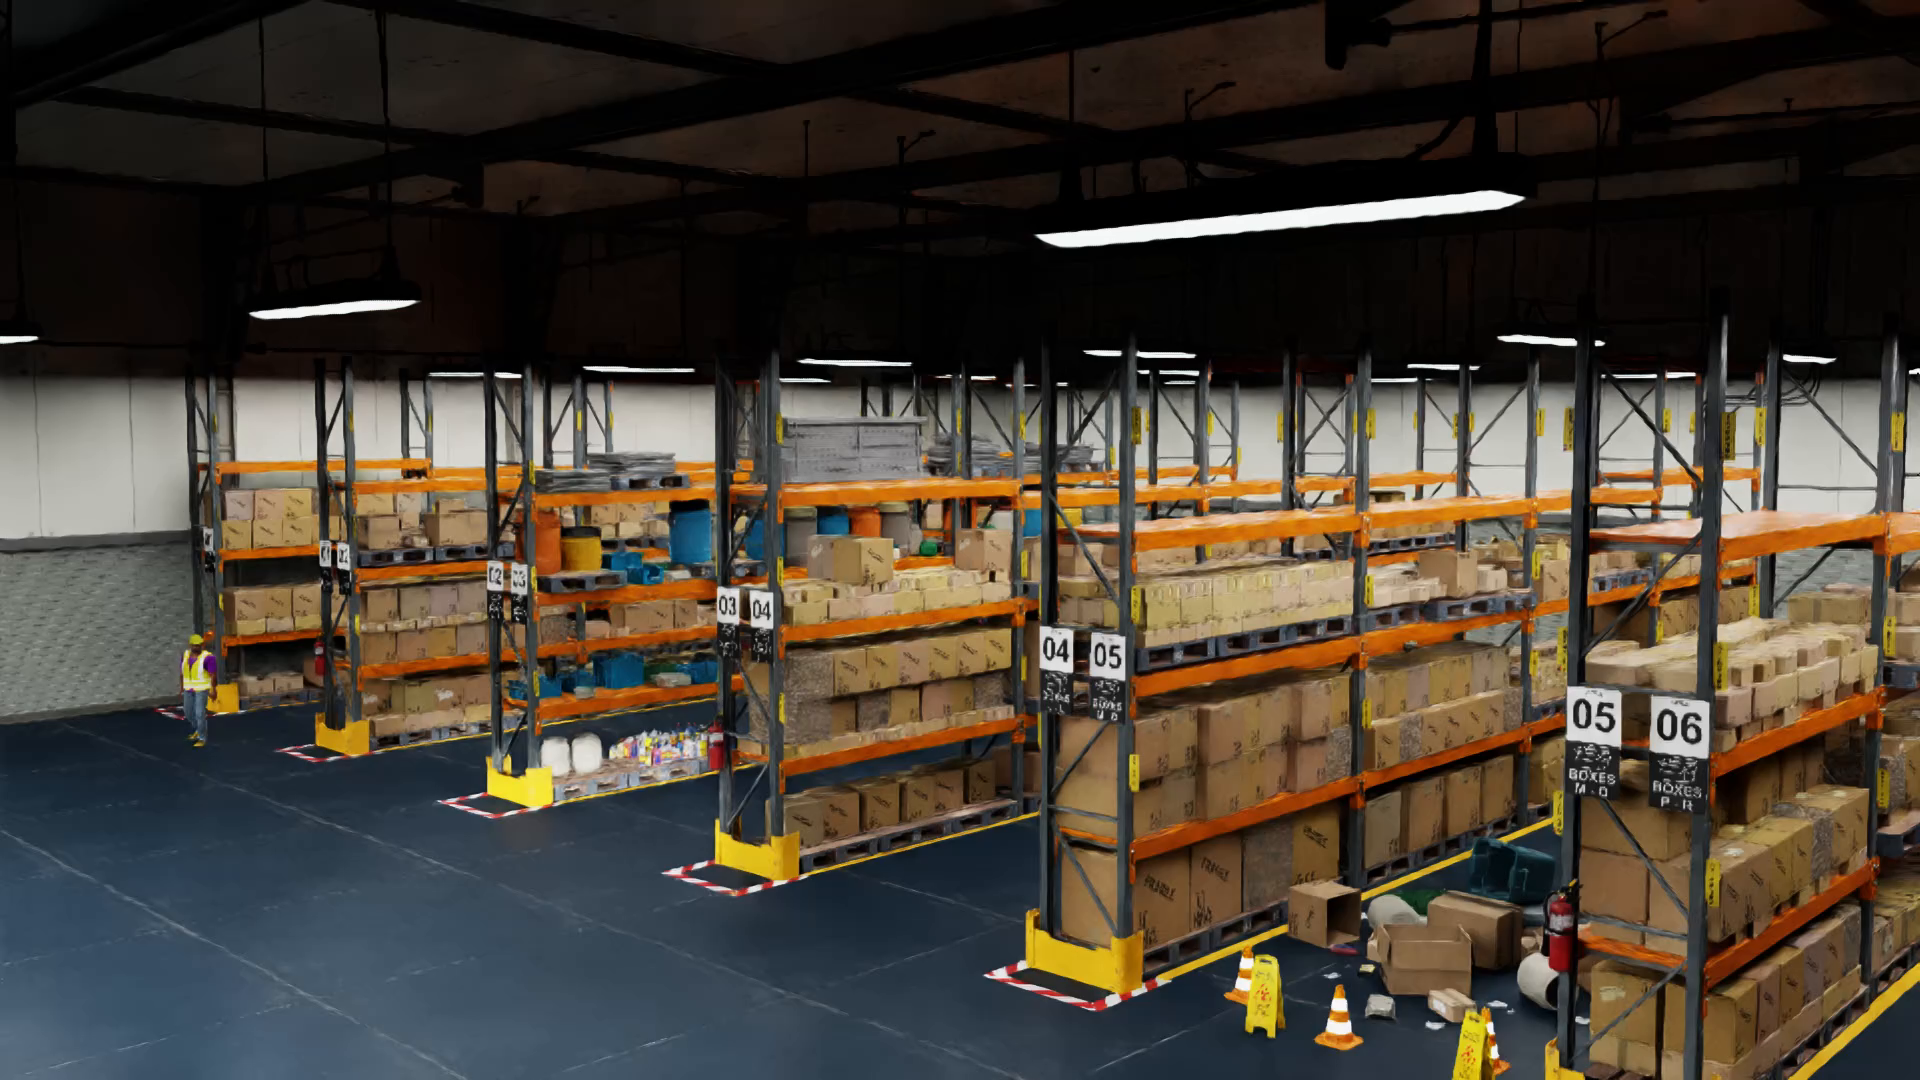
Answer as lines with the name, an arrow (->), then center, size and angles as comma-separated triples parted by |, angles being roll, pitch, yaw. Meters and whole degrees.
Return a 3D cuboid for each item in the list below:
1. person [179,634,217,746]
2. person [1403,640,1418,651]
person -> -11.835, 2.313, 25.867 | 0.611, 1.754, 0.579 | 1, 4, 8
person -> 6.896, 2.357, 25.629 | 0.573, 1.663, 0.538 | -1, 5, -17
